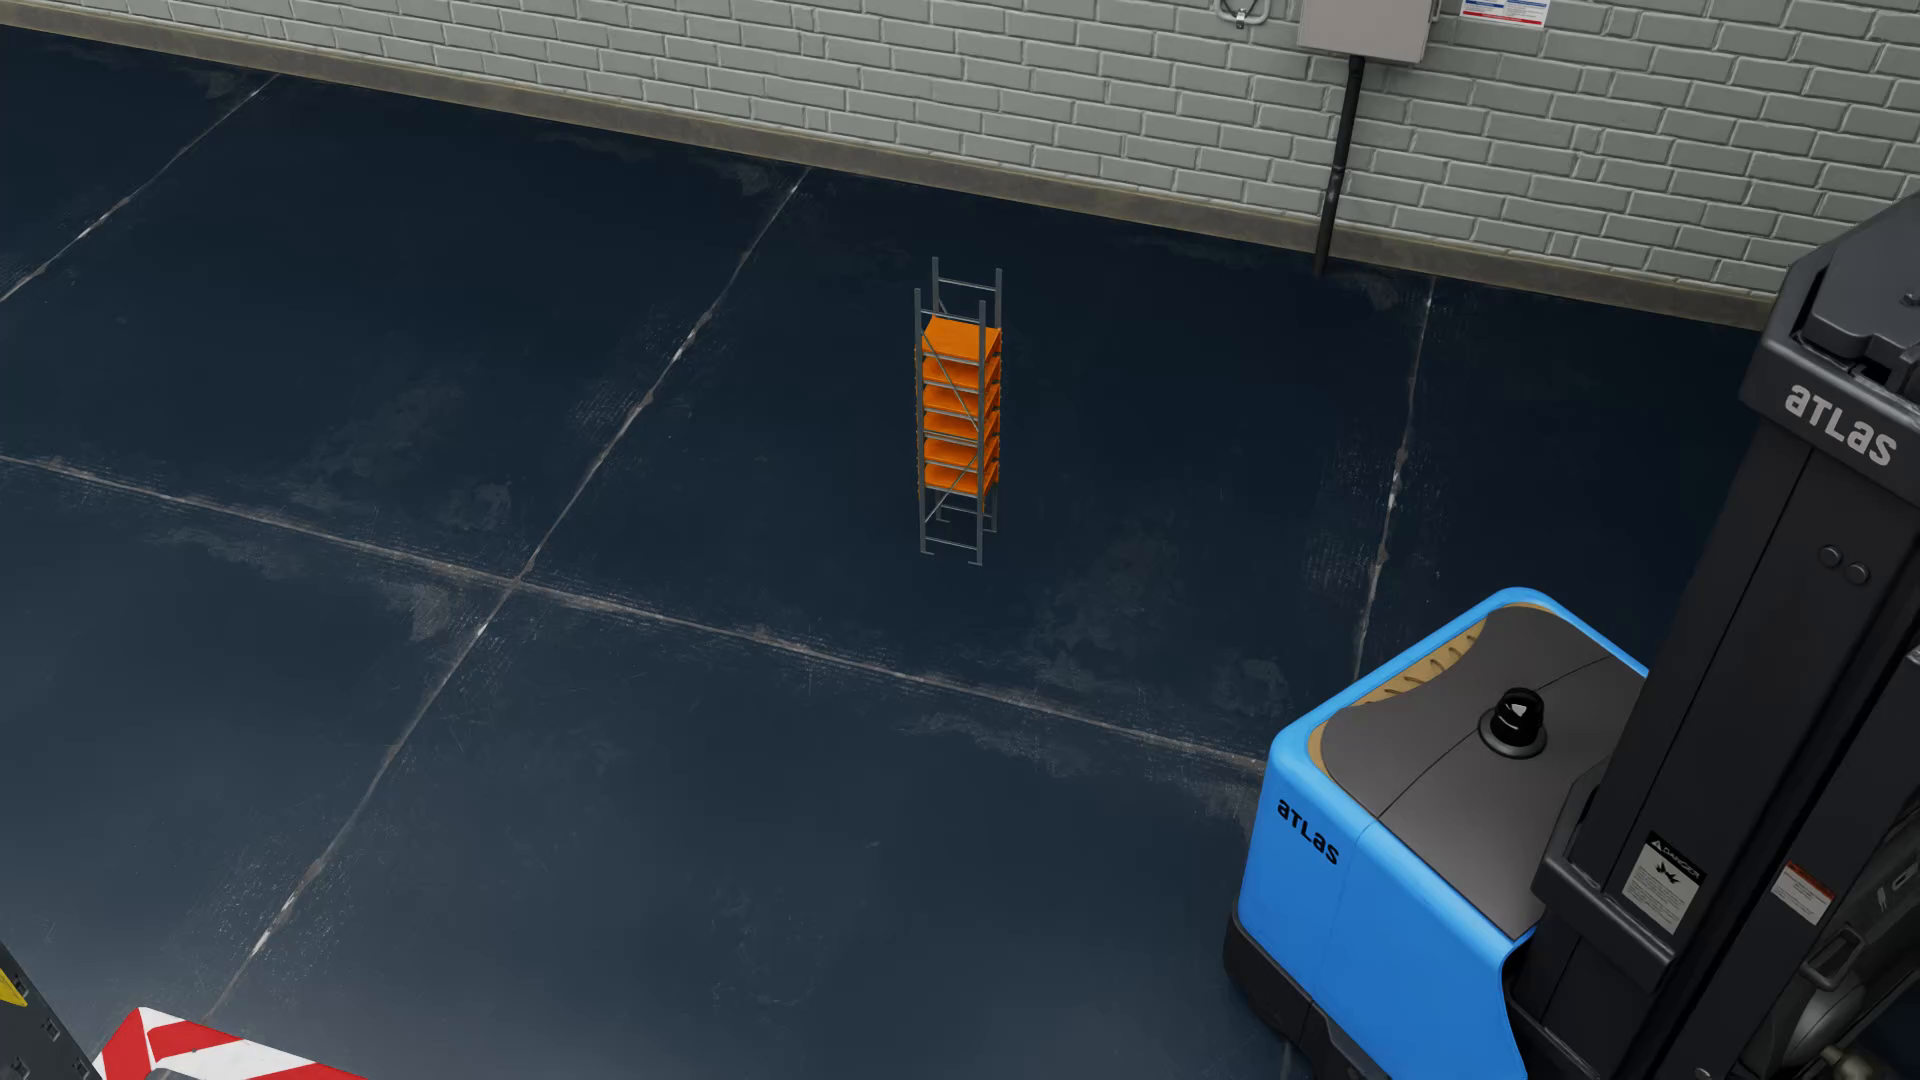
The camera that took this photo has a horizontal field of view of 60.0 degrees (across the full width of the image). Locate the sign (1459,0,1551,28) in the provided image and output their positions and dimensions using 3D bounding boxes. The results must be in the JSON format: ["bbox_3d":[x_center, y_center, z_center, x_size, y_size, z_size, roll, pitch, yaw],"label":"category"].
[{"bbox_3d":[2.160,-2.245,6.467,0.329,0.494,0.001,13,46,13],"label":"sign"}]

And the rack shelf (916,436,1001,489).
[{"bbox_3d":[-0.004,-0.302,5.936,0.258,0.103,0.180,13,46,12],"label":"rack shelf"}]

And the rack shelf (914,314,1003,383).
[{"bbox_3d":[-0.004,-0.645,5.600,0.258,0.103,0.180,13,46,12],"label":"rack shelf"}]

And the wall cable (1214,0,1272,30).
[{"bbox_3d":[1.024,-2.858,6.299,0.588,1.984,0.122,13,46,13],"label":"wall cable"}]

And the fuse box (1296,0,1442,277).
[{"bbox_3d":[1.627,-1.785,6.850,0.539,1.711,0.414,13,46,13],"label":"fuse box"}]

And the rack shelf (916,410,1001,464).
[{"bbox_3d":[-0.004,-0.387,5.852,0.258,0.103,0.180,13,46,12],"label":"rack shelf"}]

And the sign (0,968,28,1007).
[{"bbox_3d":[-1.504,0.602,2.493,0.100,0.325,0.005,13,46,13],"label":"sign"}]

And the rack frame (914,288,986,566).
[{"bbox_3d":[-0.032,-0.358,5.758,0.240,1.200,0.006,13,46,12],"label":"rack frame"}]

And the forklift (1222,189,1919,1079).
[{"bbox_3d":[2.048,0.855,3.280,1.130,2.935,3.031,-27,51,-25],"label":"forklift"}]

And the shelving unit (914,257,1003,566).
[{"bbox_3d":[-0.004,-0.419,5.821,0.258,1.200,0.189,13,46,12],"label":"shelving unit"}]

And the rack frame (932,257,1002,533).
[{"bbox_3d":[0.023,-0.480,5.883,0.240,1.200,0.006,13,46,12],"label":"rack frame"}]

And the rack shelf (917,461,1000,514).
[{"bbox_3d":[-0.004,-0.216,6.019,0.258,0.103,0.180,13,46,12],"label":"rack shelf"}]

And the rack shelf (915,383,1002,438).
[{"bbox_3d":[-0.004,-0.473,5.768,0.258,0.103,0.180,13,46,12],"label":"rack shelf"}]

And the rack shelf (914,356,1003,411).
[{"bbox_3d":[-0.004,-0.559,5.684,0.258,0.103,0.180,13,46,12],"label":"rack shelf"}]
